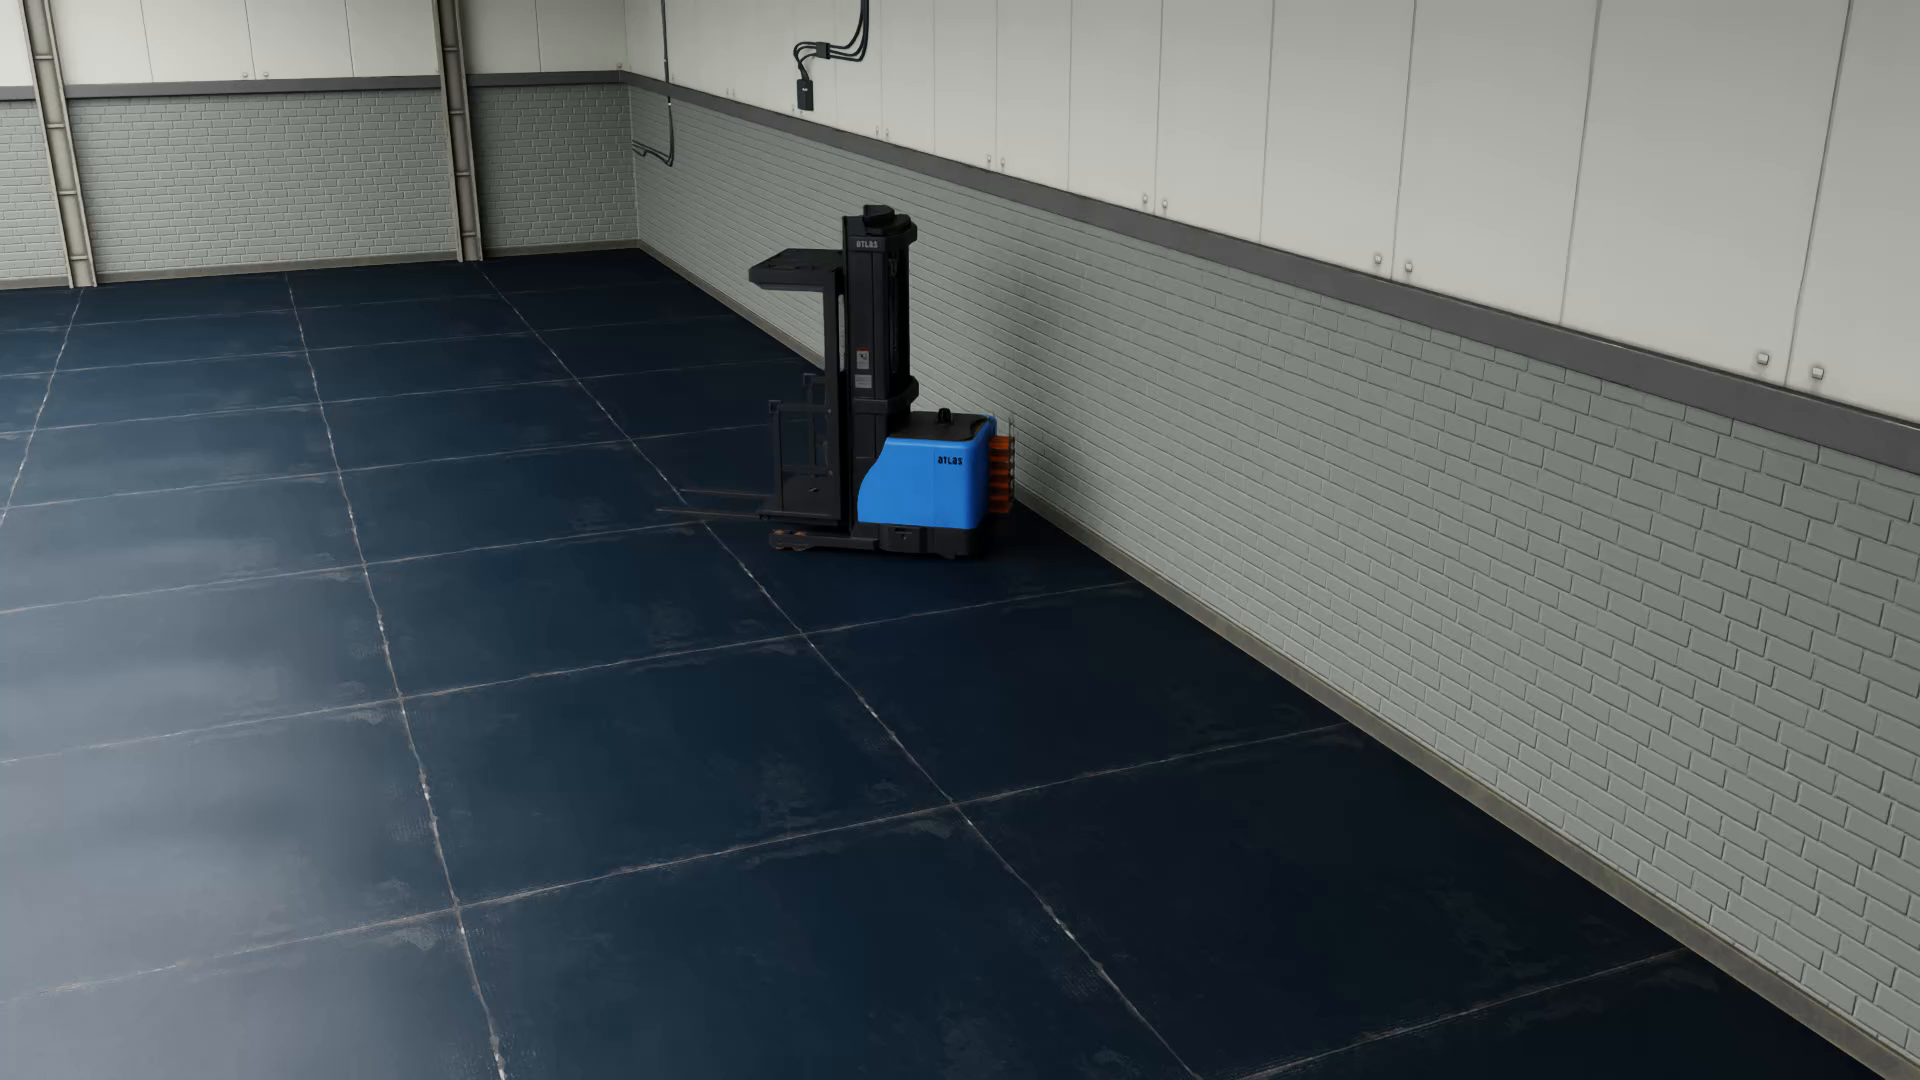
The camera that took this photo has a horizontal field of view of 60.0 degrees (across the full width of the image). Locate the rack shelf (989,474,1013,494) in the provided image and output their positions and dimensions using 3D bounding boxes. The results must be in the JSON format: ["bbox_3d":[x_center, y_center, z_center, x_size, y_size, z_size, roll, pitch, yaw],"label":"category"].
[{"bbox_3d":[0.368,-0.502,14.775,0.180,0.103,0.258,4,20,12],"label":"rack shelf"}]

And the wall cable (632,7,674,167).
[{"bbox_3d":[-5.255,-7.619,27.786,0.112,2.526,3.097,-8,21,-22],"label":"wall cable"}]

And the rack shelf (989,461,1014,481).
[{"bbox_3d":[0.368,-0.615,14.735,0.180,0.103,0.258,4,20,12],"label":"rack shelf"}]

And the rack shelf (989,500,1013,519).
[{"bbox_3d":[0.368,-0.276,14.854,0.180,0.103,0.258,4,20,12],"label":"rack shelf"}]

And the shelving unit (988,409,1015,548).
[{"bbox_3d":[0.368,-0.544,14.760,0.189,1.200,0.258,4,20,12],"label":"shelving unit"}]

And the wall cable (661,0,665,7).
[{"bbox_3d":[-4.183,-9.176,24.604,0.112,2.526,3.097,-8,21,-22],"label":"wall cable"}]

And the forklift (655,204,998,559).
[{"bbox_3d":[-1.226,-1.449,14.725,3.031,2.935,1.130,4,20,12],"label":"forklift"}]

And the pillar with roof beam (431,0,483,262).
[{"bbox_3d":[-6.779,-7.786,23.586,0.400,9.000,9.100,-8,21,-22],"label":"pillar with roof beam"}]

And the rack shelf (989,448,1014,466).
[{"bbox_3d":[0.368,-0.728,14.695,0.180,0.103,0.258,4,20,12],"label":"rack shelf"}]

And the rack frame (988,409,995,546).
[{"bbox_3d":[0.279,-0.550,14.779,0.006,1.200,0.240,4,20,12],"label":"rack frame"}]

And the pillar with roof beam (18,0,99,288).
[{"bbox_3d":[-12.288,-6.997,21.345,0.400,9.000,9.100,-8,21,-22],"label":"pillar with roof beam"}]

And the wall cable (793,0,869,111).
[{"bbox_3d":[-1.509,-7.790,18.477,0.169,6.003,2.305,-8,21,-22],"label":"wall cable"}]

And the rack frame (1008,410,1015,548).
[{"bbox_3d":[0.457,-0.537,14.741,0.006,1.200,0.240,4,20,12],"label":"rack frame"}]

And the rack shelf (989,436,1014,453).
[{"bbox_3d":[0.368,-0.841,14.655,0.180,0.103,0.258,4,20,12],"label":"rack shelf"}]

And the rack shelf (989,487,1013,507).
[{"bbox_3d":[0.368,-0.389,14.815,0.180,0.103,0.258,4,20,12],"label":"rack shelf"}]
